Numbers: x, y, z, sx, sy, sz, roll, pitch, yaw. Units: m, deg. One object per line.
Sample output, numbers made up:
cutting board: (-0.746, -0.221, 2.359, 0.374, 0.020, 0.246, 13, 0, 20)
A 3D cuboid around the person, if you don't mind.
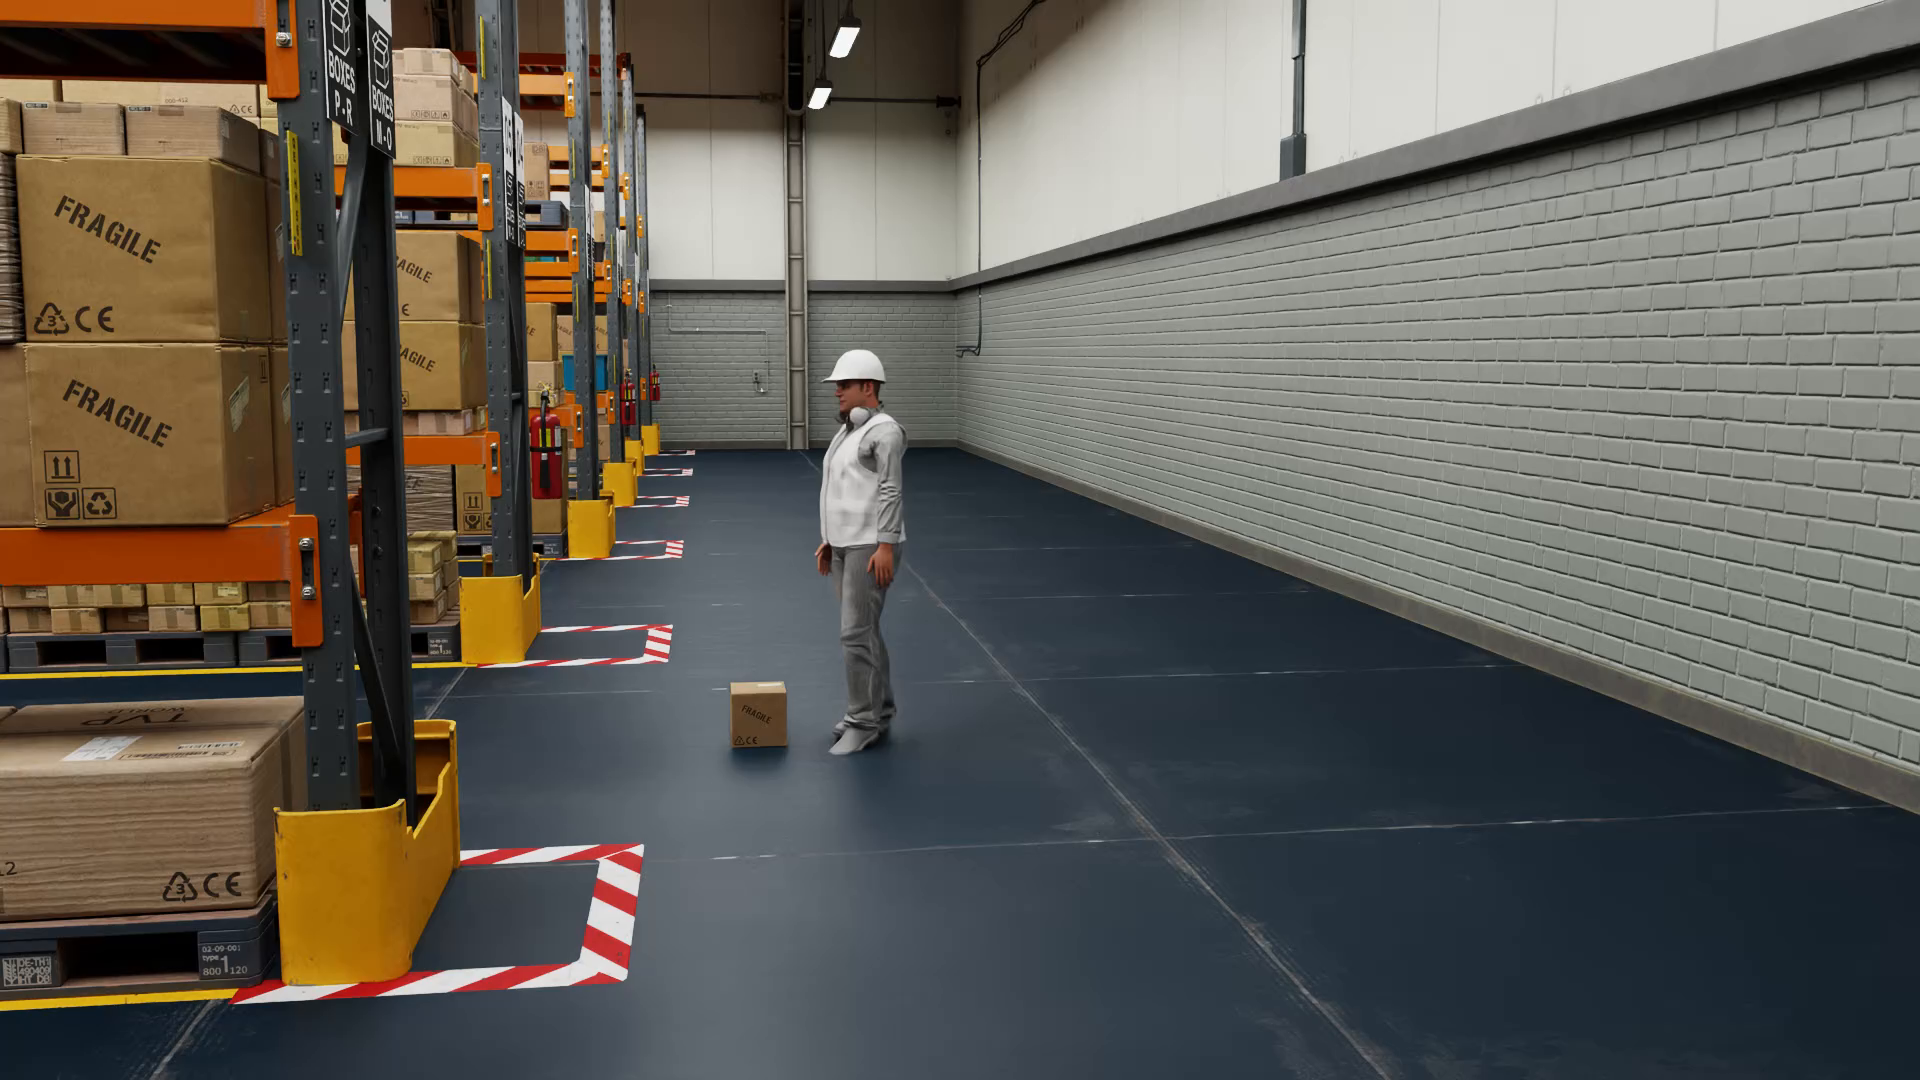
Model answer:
person: (-0.480, 0.055, 7.588, 0.447, 1.834, 0.558, -3, 7, -24)
